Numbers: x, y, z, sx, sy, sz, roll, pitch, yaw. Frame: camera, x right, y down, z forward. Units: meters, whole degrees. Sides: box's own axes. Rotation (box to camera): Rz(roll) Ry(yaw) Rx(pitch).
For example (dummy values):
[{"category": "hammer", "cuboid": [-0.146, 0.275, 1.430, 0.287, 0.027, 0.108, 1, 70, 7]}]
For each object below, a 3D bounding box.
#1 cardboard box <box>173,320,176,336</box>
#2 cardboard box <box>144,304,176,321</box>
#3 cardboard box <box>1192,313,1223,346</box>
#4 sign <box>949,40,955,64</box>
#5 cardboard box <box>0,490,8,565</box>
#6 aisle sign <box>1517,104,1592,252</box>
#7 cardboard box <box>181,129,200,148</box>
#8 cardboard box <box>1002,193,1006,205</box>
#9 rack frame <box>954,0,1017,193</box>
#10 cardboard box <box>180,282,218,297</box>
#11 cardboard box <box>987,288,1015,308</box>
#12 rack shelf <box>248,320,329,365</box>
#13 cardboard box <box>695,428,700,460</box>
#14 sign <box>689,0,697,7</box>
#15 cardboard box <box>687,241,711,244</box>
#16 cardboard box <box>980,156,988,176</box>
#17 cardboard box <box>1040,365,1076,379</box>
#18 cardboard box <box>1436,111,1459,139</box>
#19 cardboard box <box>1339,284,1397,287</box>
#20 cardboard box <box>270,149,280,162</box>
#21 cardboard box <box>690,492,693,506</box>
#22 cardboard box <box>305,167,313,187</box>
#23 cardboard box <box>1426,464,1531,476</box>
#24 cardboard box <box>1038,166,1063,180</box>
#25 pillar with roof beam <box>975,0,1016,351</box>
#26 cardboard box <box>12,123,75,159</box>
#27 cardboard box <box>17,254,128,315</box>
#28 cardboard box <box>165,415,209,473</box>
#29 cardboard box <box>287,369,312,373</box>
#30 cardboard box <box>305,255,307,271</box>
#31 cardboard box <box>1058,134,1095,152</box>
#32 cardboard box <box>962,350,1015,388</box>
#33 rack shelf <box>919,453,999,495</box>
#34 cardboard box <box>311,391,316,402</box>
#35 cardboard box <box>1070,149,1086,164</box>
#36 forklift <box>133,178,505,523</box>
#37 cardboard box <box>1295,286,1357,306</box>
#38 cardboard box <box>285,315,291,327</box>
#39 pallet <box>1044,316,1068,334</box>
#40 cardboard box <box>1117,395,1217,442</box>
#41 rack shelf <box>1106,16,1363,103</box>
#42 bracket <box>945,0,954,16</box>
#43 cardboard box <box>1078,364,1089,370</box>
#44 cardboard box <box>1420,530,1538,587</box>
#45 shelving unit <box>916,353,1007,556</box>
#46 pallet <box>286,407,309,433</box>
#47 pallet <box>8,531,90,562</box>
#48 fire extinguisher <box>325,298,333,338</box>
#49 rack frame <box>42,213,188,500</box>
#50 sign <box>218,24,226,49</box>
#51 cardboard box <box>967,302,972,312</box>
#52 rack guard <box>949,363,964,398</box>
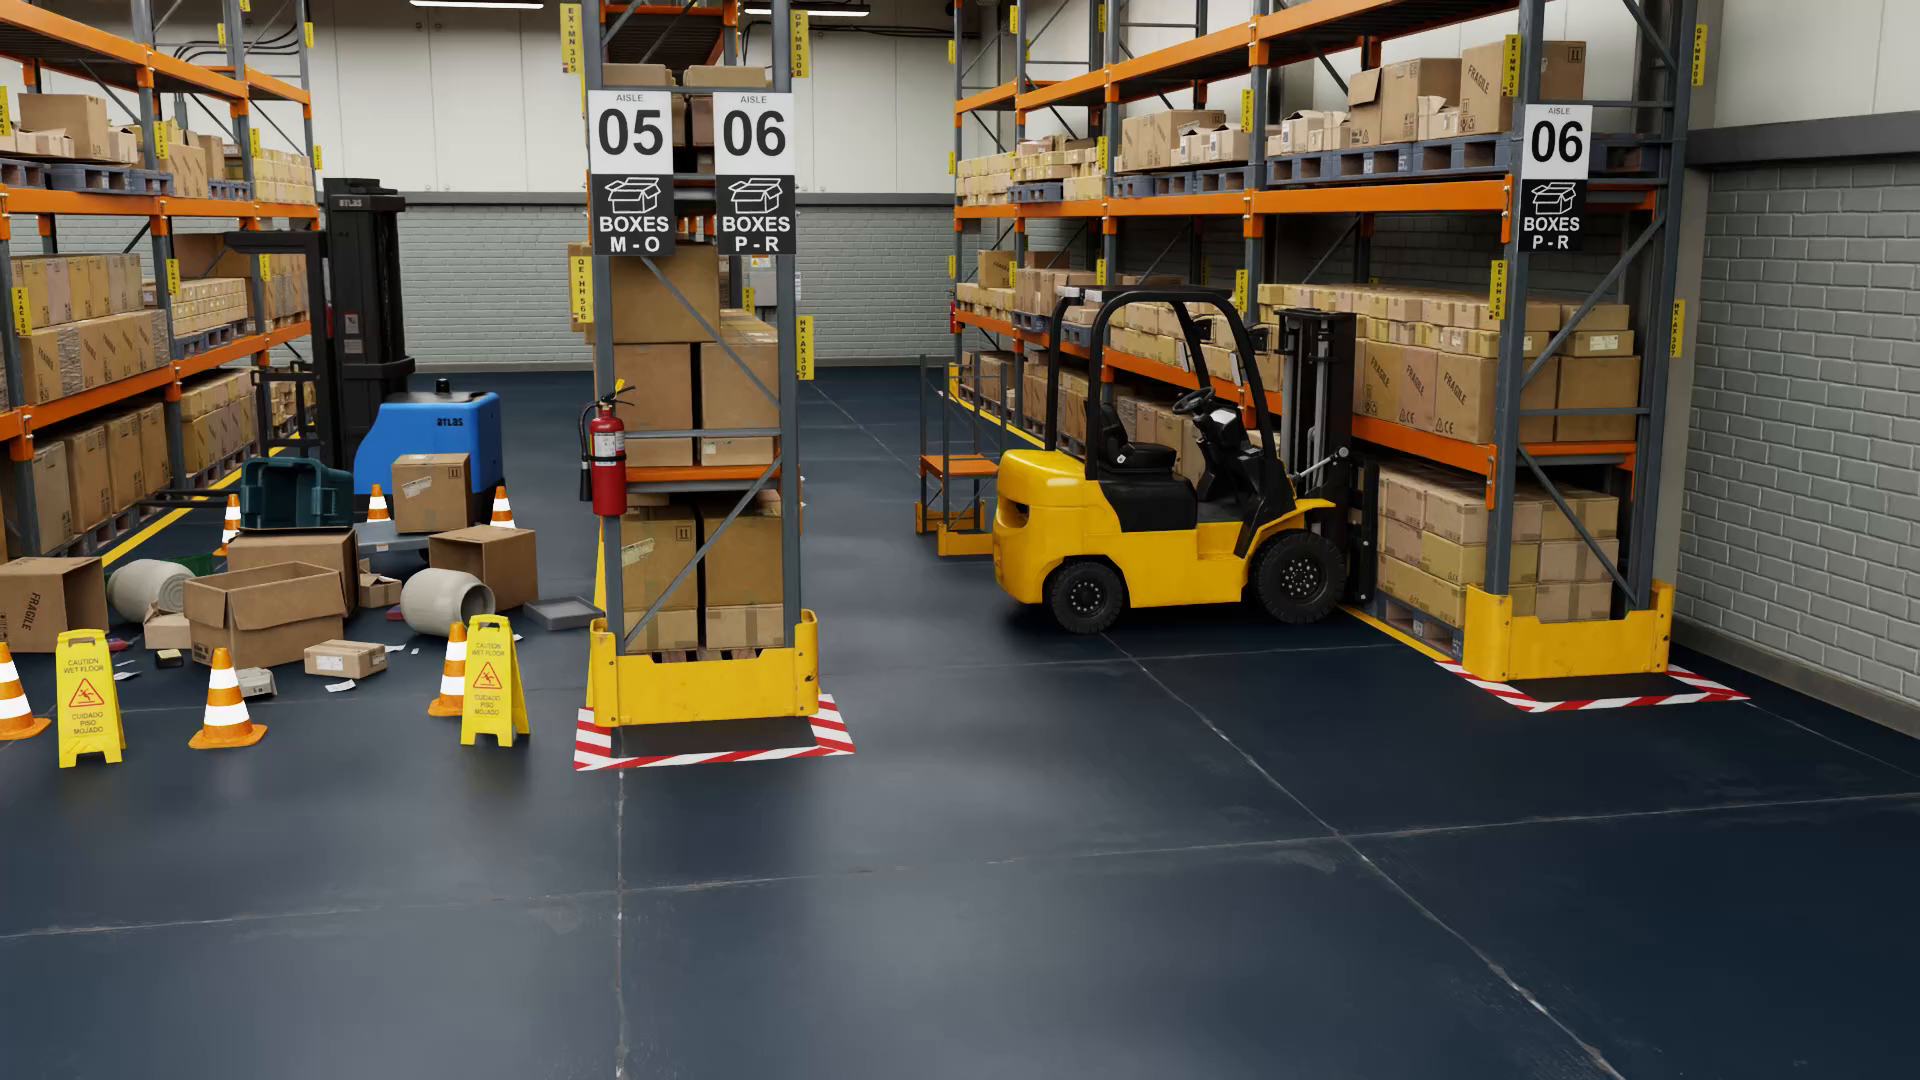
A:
[{"category": "cardboard box", "cuboid": [-7.616, -1.983, 15.640, 0.380, 0.149, 0.250, -2, 11, -12]}, {"category": "cardboard box", "cuboid": [-7.624, -2.135, 15.646, 0.380, 0.149, 0.250, -2, 11, -8]}, {"category": "cardboard box", "cuboid": [2.301, -1.803, 14.213, 0.500, 0.250, 0.500, -2, 11, -12]}, {"category": "sign", "cuboid": [-0.111, -7.083, 24.131, 0.100, 0.325, 0.005, -2, 11, -11]}, {"category": "cardboard box", "cuboid": [-6.896, -0.121, 10.872, 0.875, 0.875, 0.875, -2, 11, -10]}, {"category": "aisle sign", "cuboid": [3.257, -1.977, 9.110, 0.394, 0.787, 0.004, -2, 11, -11]}, {"category": "cardboard box", "cuboid": [-8.334, -3.987, 17.198, 0.797, 0.503, 0.637, -2, 11, -12]}, {"category": "cardboard box", "cuboid": [0.751, -4.424, 21.566, 0.380, 0.149, 0.250, -2, 11, -9]}, {"category": "rack frame", "cuboid": [0.421, -6.605, 24.329, 1.000, 3.000, 0.127, -2, 11, -11]}, {"category": "cardboard box", "cuboid": [-7.983, -2.614, 17.363, 0.380, 0.149, 0.250, -3, 11, -14]}, {"category": "cardboard box", "cuboid": [0.664, -3.264, 22.429, 0.500, 0.250, 0.500, -2, 11, -11]}, {"category": "rack shelf", "cuboid": [-8.894, -2.557, 21.035, 1.077, 0.370, 4.000, -2, 11, -11]}, {"category": "cardboard box", "cuboid": [-1.262, -0.534, 9.151, 0.380, 0.149, 0.250, -2, 11, -10]}, {"category": "sign", "cuboid": [-3.139, -6.209, 19.543, 0.100, 0.325, 0.005, -2, 11, -11]}, {"category": "cardboard box", "cuboid": [-1.901, -1.593, 10.308, 0.700, 0.500, 0.500, -2, 11, -11]}, {"category": "cardboard box", "cuboid": [0.561, -5.080, 22.609, 0.500, 0.250, 0.500, -2, 11, -9]}, {"category": "cardboard box", "cuboid": [1.198, -2.051, 20.276, 0.380, 0.149, 0.250, -3, 11, -14]}, {"category": "cardboard box", "cuboid": [3.074, -2.469, 9.907, 0.380, 0.149, 0.250, -2, 11, -13]}, {"category": "cardboard box", "cuboid": [3.121, -1.875, 12.729, 0.380, 0.149, 0.250, -2, 11, -13]}, {"category": "cardboard box", "cuboid": [-8.533, -4.690, 20.292, 0.380, 0.149, 0.250, -2, 11, -8]}, {"category": "cardboard box", "cuboid": [-1.534, -0.214, 11.022, 0.500, 0.500, 0.500, -2, 11, -8]}, {"category": "cardboard box", "cuboid": [-8.944, -4.848, 22.186, 0.500, 0.250, 0.500, -2, 11, -13]}, {"category": "cardboard box", "cuboid": [3.437, -0.348, 11.061, 0.500, 0.250, 0.500, -2, 11, -11]}, {"category": "cardboard box", "cuboid": [1.108, -4.226, 19.136, 0.380, 0.149, 0.250, -2, 11, -10]}, {"category": "pillar with roof beam", "cuboid": [-3.442, -6.975, 26.277, 9.100, 9.000, 0.548, -2, 11, -11]}, {"category": "cardboard box", "cuboid": [-7.105, -3.091, 12.859, 0.396, 0.266, 0.258, -2, 11, -11]}, {"category": "cardboard box", "cuboid": [-7.550, -2.175, 14.162, 0.700, 0.500, 0.500, -2, 11, -12]}, {"category": "cardboard box", "cuboid": [-7.615, -0.928, 16.111, 0.500, 0.500, 0.500, -3, 11, -13]}, {"category": "cardboard box", "cuboid": [-8.764, -2.197, 22.126, 0.380, 0.149, 0.250, -2, 11, -12]}, {"category": "cardboard box", "cuboid": [-8.852, -3.796, 21.883, 0.500, 0.500, 0.500, -3, 11, -13]}, {"category": "cardboard box", "cuboid": [1.409, -4.778, 20.133, 0.396, 0.266, 0.258, -2, 11, -11]}, {"category": "cardboard box", "cuboid": [0.447, -2.522, 24.477, 0.797, 0.503, 0.637, -3, 11, -13]}, {"category": "rack shelf", "cuboid": [0.017, -0.544, 13.508, 0.538, 0.185, 1.000, -2, 11, -11]}, {"category": "cardboard box", "cuboid": [-8.827, -1.951, 22.426, 0.380, 0.149, 0.250, -2, 11, -9]}, {"category": "cardboard box", "cuboid": [1.419, -4.176, 18.132, 0.380, 0.149, 0.250, -2, 11, -12]}, {"category": "forklift", "cuboid": [-5.607, -1.611, 14.322, 3.031, 2.935, 1.130, -1, 11, -4]}, {"category": "cardboard box", "cuboid": [2.724, -1.810, 12.386, 0.380, 0.149, 0.250, -2, 11, -12]}, {"category": "cardboard box", "cuboid": [-8.543, -2.724, 20.659, 0.380, 0.149, 0.250, -2, 11, -8]}, {"category": "pallet", "cuboid": [1.594, -2.452, 19.072, 1.003, 0.211, 1.213, -2, 11, -11]}, {"category": "cardboard box", "cuboid": [2.085, -1.115, 16.760, 0.875, 0.625, 0.625, -2, 11, -9]}, {"category": "rack shelf", "cuboid": [2.366, -4.221, 14.798, 1.077, 0.370, 4.000, -2, 11, -11]}, {"category": "bracket", "cuboid": [-0.109, -9.398, 29.379, 0.235, 0.232, 0.430, -2, 11, -11]}, {"category": "cardboard box", "cuboid": [1.665, -2.071, 20.385, 0.380, 0.149, 0.250, -2, 11, -10]}, {"category": "cardboard box", "cuboid": [3.131, 0.098, 10.053, 0.500, 0.250, 0.500, -2, 11, -12]}, {"category": "shelving unit", "cuboid": [0.015, -0.723, 13.483, 0.587, 1.500, 1.083, -2, 11, -11]}, {"category": "pallet", "cuboid": [-8.911, -1.520, 21.120, 1.003, 0.211, 1.213, -2, 11, -11]}, {"category": "pallet", "cuboid": [-7.173, 0.154, 12.321, 1.003, 0.211, 1.213, -2, 11, -11]}, {"category": "fire extinguisher", "cuboid": [-8.879, -3.119, 23.268, 0.296, 0.674, 0.183, -2, 11, -11]}, {"category": "rack frame", "cuboid": [-7.727, -1.810, 15.186, 1.000, 3.000, 0.127, -2, 11, -11]}, {"category": "sign", "cuboid": [-9.815, -6.703, 22.136, 0.100, 0.325, 0.005, -2, 11, -11]}, {"category": "cardboard box", "cuboid": [0.310, -3.419, 24.308, 0.380, 0.149, 0.250, -2, 11, -10]}, {"category": "rack guard", "cuboid": [0.436, -2.416, 25.051, 1.175, 0.500, 0.348, -2, 11, -11]}]
